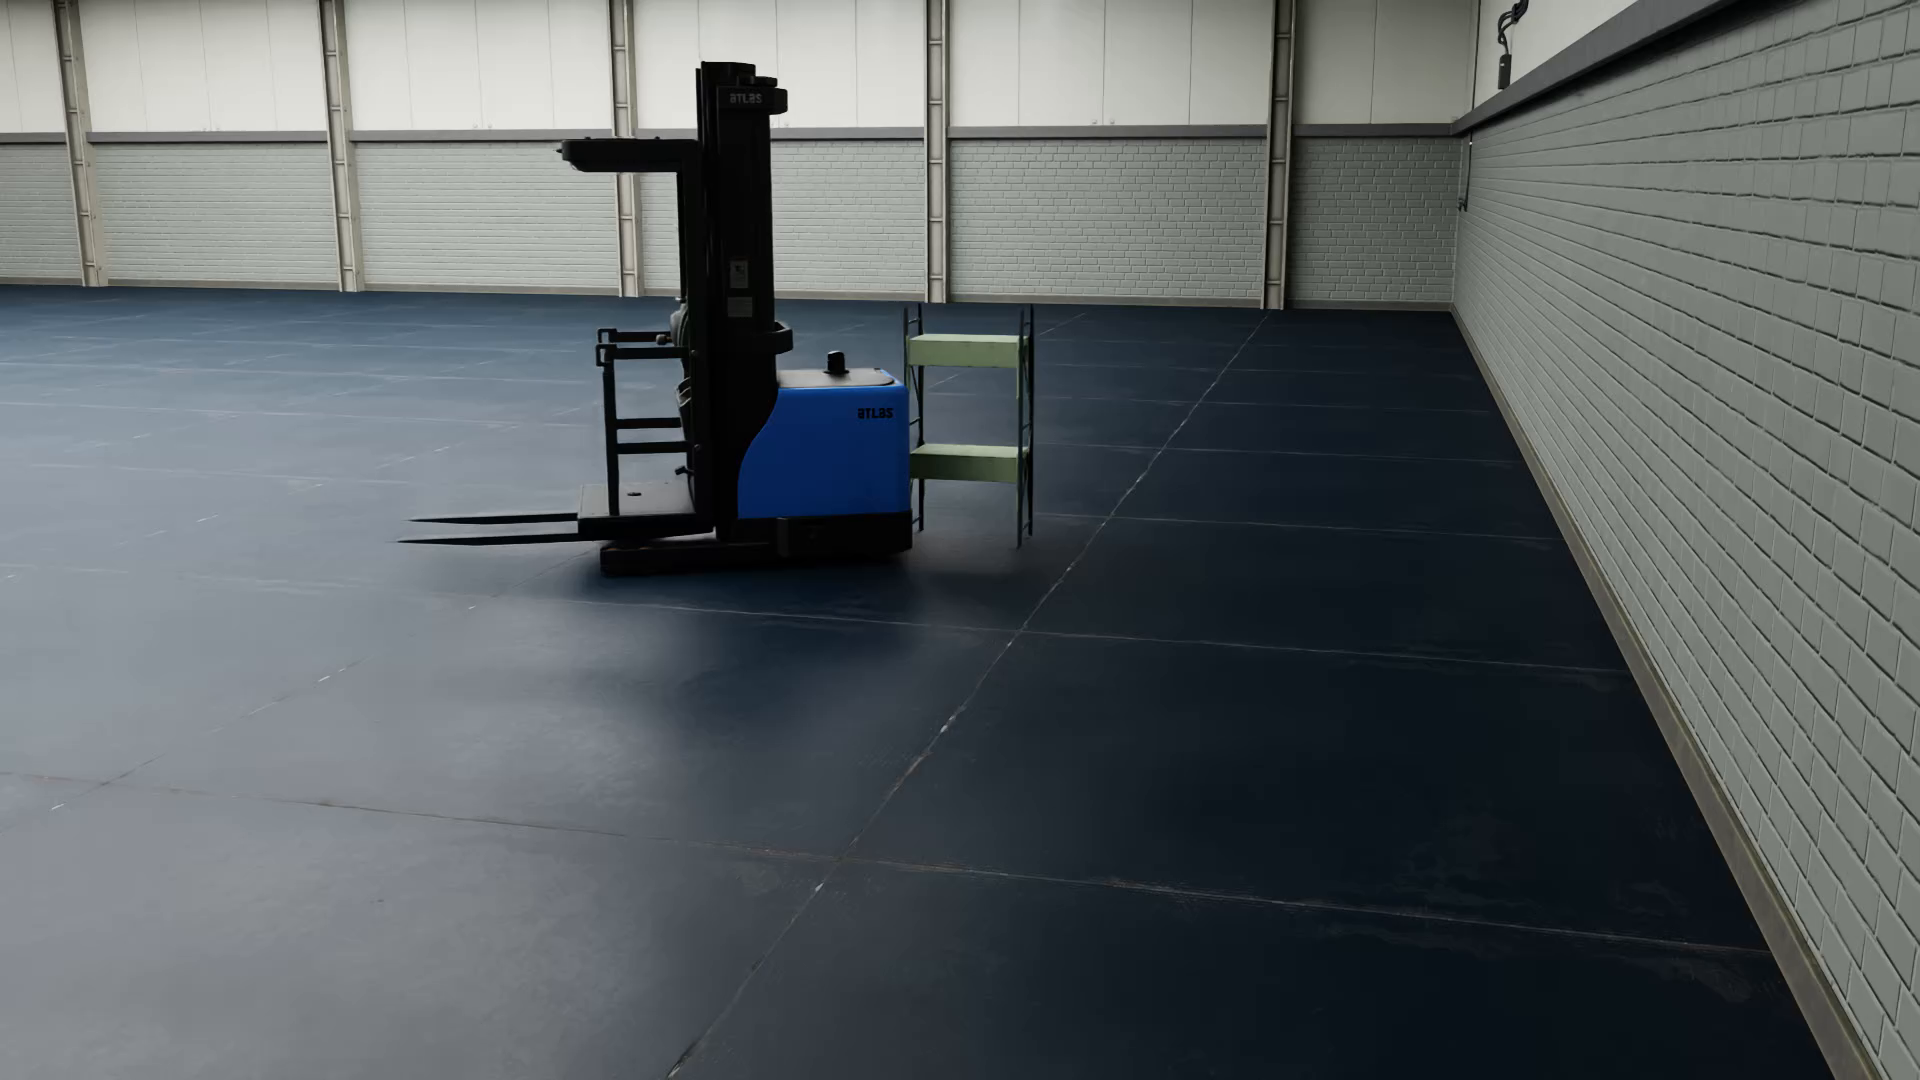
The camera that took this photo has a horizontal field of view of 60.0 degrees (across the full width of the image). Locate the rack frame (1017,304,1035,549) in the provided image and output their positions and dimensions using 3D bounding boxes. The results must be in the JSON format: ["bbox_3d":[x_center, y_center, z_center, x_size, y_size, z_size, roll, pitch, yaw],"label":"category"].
[{"bbox_3d":[0.417,-0.717,10.504,0.023,1.500,0.400,3,13,13],"label":"rack frame"}]

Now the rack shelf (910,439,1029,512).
[{"bbox_3d":[0.061,-0.417,10.656,0.720,0.370,0.431,3,13,13],"label":"rack shelf"}]

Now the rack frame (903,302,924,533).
[{"bbox_3d":[-0.295,-0.753,10.666,0.023,1.500,0.400,3,13,13],"label":"rack frame"}]

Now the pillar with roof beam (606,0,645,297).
[{"bbox_3d":[-7.267,-8.122,26.564,0.400,9.000,9.100,3,13,14],"label":"pillar with roof beam"}]

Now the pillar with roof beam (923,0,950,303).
[{"bbox_3d":[-1.442,-7.810,25.161,0.400,9.000,9.100,3,13,14],"label":"pillar with roof beam"}]

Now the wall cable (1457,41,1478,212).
[{"bbox_3d":[7.958,-6.457,26.232,0.112,2.526,3.097,3,13,14],"label":"wall cable"}]

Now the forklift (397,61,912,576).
[{"bbox_3d":[-1.862,-1.343,10.020,3.031,2.935,1.130,-3,13,-11],"label":"forklift"}]

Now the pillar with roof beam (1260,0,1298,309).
[{"bbox_3d":[4.384,-7.499,23.758,0.400,9.000,9.100,3,13,14],"label":"pillar with roof beam"}]

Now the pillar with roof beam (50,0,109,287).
[{"bbox_3d":[-18.917,-8.744,29.371,0.400,9.000,9.100,3,13,14],"label":"pillar with roof beam"}]

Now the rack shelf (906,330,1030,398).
[{"bbox_3d":[0.061,-1.116,10.501,0.720,0.370,0.431,3,13,13],"label":"rack shelf"}]

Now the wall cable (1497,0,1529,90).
[{"bbox_3d":[5.669,-7.638,16.533,0.169,6.003,2.305,3,13,14],"label":"wall cable"}]

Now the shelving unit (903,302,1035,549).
[{"bbox_3d":[0.061,-0.735,10.585,0.755,1.500,0.431,3,13,13],"label":"shelving unit"}]

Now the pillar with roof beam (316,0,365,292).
[{"bbox_3d":[-13.092,-8.433,27.968,0.400,9.000,9.100,3,13,14],"label":"pillar with roof beam"}]

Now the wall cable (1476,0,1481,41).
[{"bbox_3d":[7.310,-8.354,23.121,0.112,2.526,3.097,3,13,14],"label":"wall cable"}]
